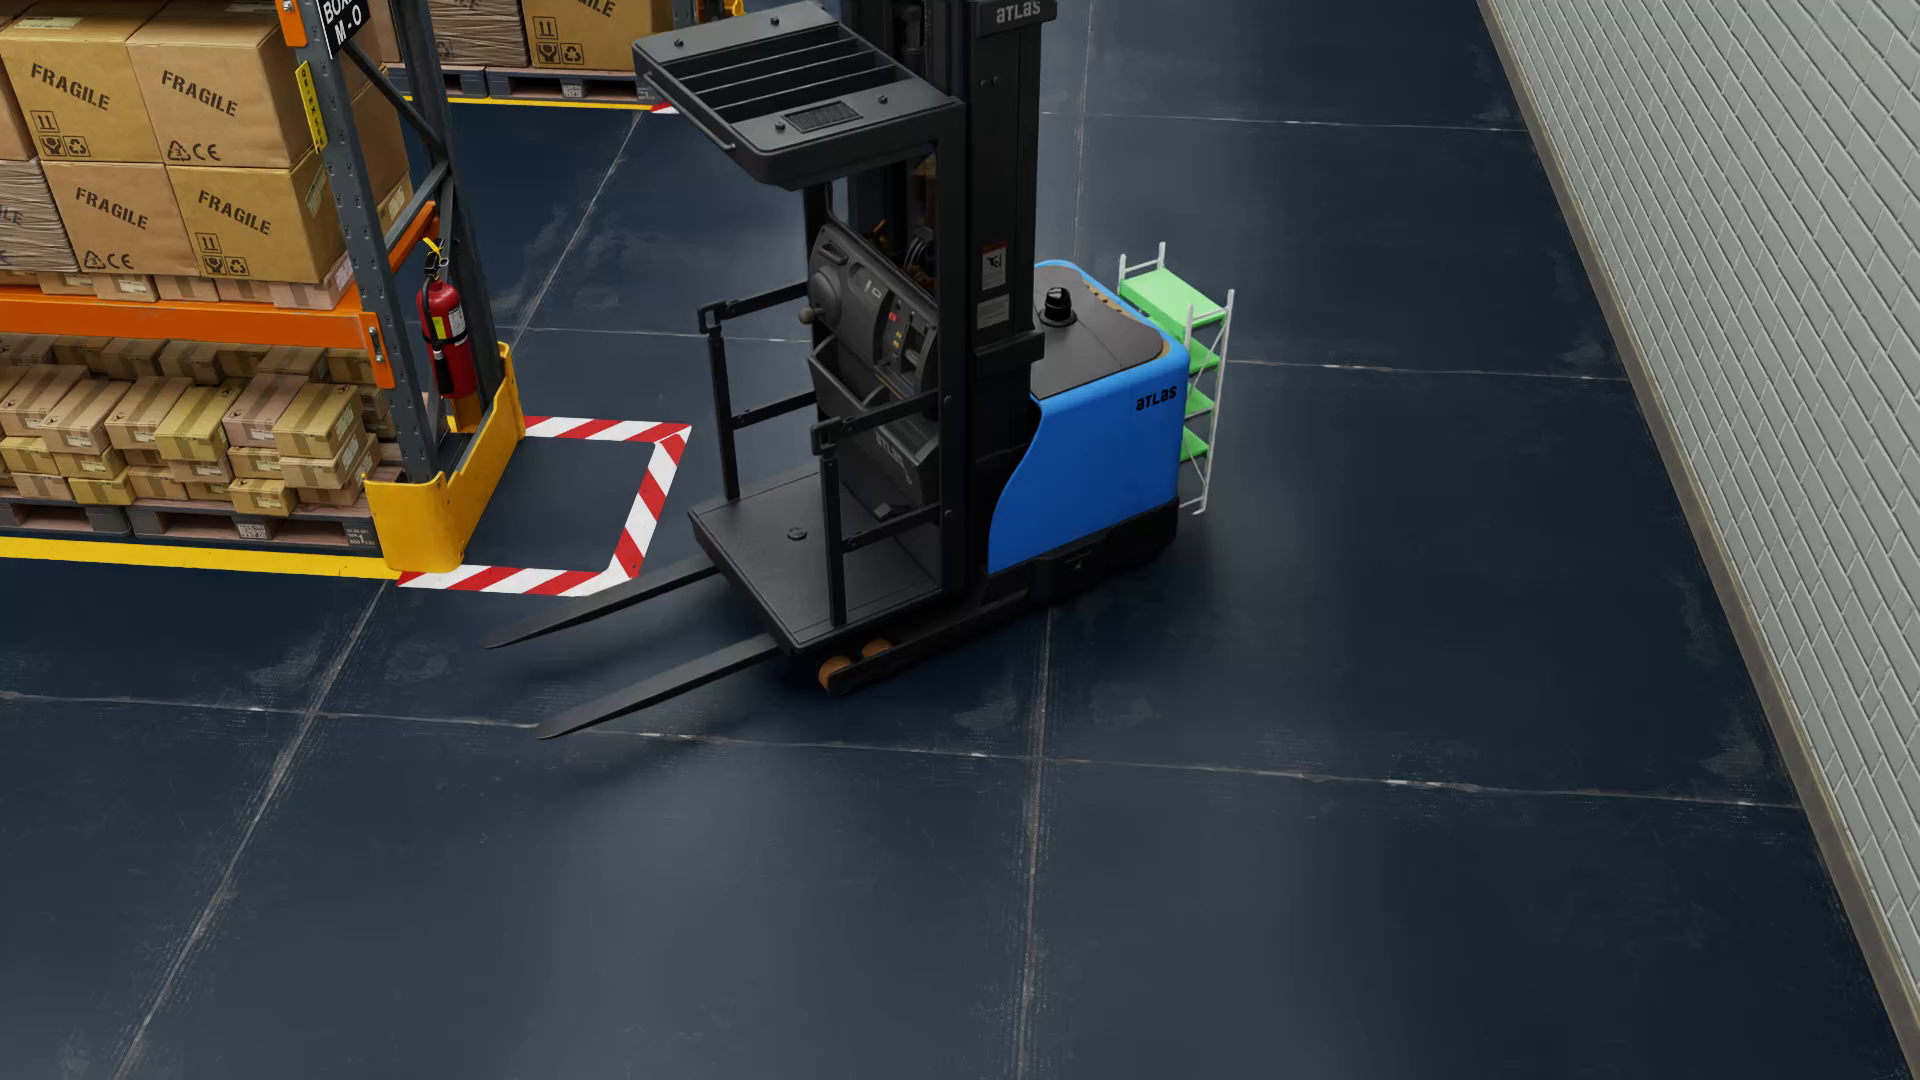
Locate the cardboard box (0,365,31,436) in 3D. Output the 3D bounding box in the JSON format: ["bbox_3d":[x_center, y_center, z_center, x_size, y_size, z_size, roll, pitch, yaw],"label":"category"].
[{"bbox_3d":[-4.444,-0.637,7.611,0.250,0.149,0.380,3,39,4],"label":"cardboard box"}]

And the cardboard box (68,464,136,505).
[{"bbox_3d":[-3.909,-0.334,7.710,0.250,0.149,0.380,1,39,2],"label":"cardboard box"}]

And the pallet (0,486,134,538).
[{"bbox_3d":[-4.433,-0.438,8.121,1.213,0.211,1.003,3,39,4],"label":"pallet"}]

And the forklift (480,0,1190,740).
[{"bbox_3d":[-0.529,-0.871,6.498,3.031,2.935,1.130,-21,44,-24],"label":"forklift"}]

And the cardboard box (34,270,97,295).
[{"bbox_3d":[-3.700,-1.197,7.044,0.250,0.149,0.380,2,39,2],"label":"cardboard box"}]

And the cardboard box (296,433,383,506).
[{"bbox_3d":[-2.881,-0.336,7.712,0.250,0.149,0.380,4,39,5],"label":"cardboard box"}]

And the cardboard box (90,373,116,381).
[{"bbox_3d":[-4.151,-0.778,8.019,0.250,0.149,0.380,5,39,6],"label":"cardboard box"}]

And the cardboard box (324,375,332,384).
[{"bbox_3d":[-3.107,-0.794,8.040,0.250,0.149,0.380,3,39,4],"label":"cardboard box"}]

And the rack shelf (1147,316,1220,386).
[{"bbox_3d":[0.944,-0.840,7.550,0.258,0.148,0.480,-21,44,-25],"label":"rack shelf"}]

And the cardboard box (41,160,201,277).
[{"bbox_3d":[-3.321,-1.429,6.815,0.500,0.500,0.500,3,39,3],"label":"cardboard box"}]

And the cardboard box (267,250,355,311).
[{"bbox_3d":[-2.688,-1.124,6.953,0.250,0.149,0.380,3,39,4],"label":"cardboard box"}]

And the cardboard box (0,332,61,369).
[{"bbox_3d":[-4.403,-0.924,7.964,0.250,0.149,0.380,3,39,4],"label":"cardboard box"}]

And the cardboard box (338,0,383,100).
[{"bbox_3d":[-2.763,-2.115,6.865,0.500,0.500,0.500,3,39,4],"label":"cardboard box"}]

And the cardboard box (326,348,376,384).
[{"bbox_3d":[-2.831,-0.911,7.948,0.250,0.149,0.380,1,39,2],"label":"cardboard box"}]

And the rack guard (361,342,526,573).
[{"bbox_3d":[-2.414,-0.416,7.865,0.348,0.500,1.175,3,39,4],"label":"rack guard"}]

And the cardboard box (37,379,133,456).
[{"bbox_3d":[-3.927,-0.556,7.512,0.250,0.149,0.380,5,39,6],"label":"cardboard box"}]

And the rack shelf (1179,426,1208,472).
[{"bbox_3d":[0.938,-0.466,7.850,0.258,0.148,0.480,-21,44,-25],"label":"rack shelf"}]

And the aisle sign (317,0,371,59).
[{"bbox_3d":[-2.292,-2.197,6.013,0.004,0.787,0.394,3,39,4],"label":"aisle sign"}]

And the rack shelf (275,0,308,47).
[{"bbox_3d":[-4.331,-2.374,6.485,4.000,0.370,1.077,3,39,4],"label":"rack shelf"}]

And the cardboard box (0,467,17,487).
[{"bbox_3d":[-4.424,-0.423,7.819,0.250,0.149,0.380,4,39,5],"label":"cardboard box"}]

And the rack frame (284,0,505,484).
[{"bbox_3d":[-2.339,-1.381,7.071,0.127,3.000,1.000,3,39,4],"label":"rack frame"}]

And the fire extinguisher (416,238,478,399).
[{"bbox_3d":[-2.128,-0.903,6.839,0.183,0.674,0.296,3,39,4],"label":"fire extinguisher"}]

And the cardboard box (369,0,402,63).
[{"bbox_3d":[-4.248,-3.917,11.536,0.875,0.875,0.875,3,39,4],"label":"cardboard box"}]

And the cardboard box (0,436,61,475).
[{"bbox_3d":[-4.178,-0.476,7.649,0.250,0.149,0.380,5,39,6],"label":"cardboard box"}]

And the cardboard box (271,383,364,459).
[{"bbox_3d":[-2.888,-0.539,7.490,0.250,0.149,0.380,4,39,4],"label":"cardboard box"}]

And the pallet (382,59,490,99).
[{"bbox_3d":[-3.826,-3.476,11.853,1.213,0.211,1.003,3,39,4],"label":"pallet"}]

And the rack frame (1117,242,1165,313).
[{"bbox_3d":[0.812,-0.834,7.821,0.240,1.200,0.015,-21,44,-25],"label":"rack frame"}]

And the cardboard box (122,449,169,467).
[{"bbox_3d":[-3.666,-0.510,7.690,0.250,0.149,0.380,3,39,3],"label":"cardboard box"}]

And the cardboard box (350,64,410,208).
[{"bbox_3d":[-2.762,-1.734,7.189,0.500,0.500,0.500,5,39,6],"label":"cardboard box"}]

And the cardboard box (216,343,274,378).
[{"bbox_3d":[-3.356,-0.945,7.989,0.250,0.149,0.380,3,39,4],"label":"cardboard box"}]

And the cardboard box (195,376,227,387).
[{"bbox_3d":[-3.604,-0.834,8.089,0.250,0.149,0.380,4,39,5],"label":"cardboard box"}]

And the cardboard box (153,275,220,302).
[{"bbox_3d":[-3.184,-1.165,7.004,0.250,0.149,0.380,3,39,3],"label":"cardboard box"}]

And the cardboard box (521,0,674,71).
[{"bbox_3d":[-2.455,-3.818,11.416,0.875,0.875,0.875,3,39,4],"label":"cardboard box"}]

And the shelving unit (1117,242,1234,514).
[{"bbox_3d":[0.941,-0.703,7.660,0.258,1.200,0.503,-21,44,-25],"label":"shelving unit"}]

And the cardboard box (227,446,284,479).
[{"bbox_3d":[-3.145,-0.451,7.618,0.250,0.149,0.380,2,39,3],"label":"cardboard box"}]

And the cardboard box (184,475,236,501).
[{"bbox_3d":[-3.402,-0.355,7.735,0.250,0.149,0.380,3,39,4],"label":"cardboard box"}]

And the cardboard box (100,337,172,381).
[{"bbox_3d":[-3.886,-0.927,7.968,0.250,0.149,0.380,5,39,6],"label":"cardboard box"}]

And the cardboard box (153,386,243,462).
[{"bbox_3d":[-3.402,-0.523,7.470,0.250,0.149,0.380,2,39,3],"label":"cardboard box"}]

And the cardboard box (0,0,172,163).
[{"bbox_3d":[-3.321,-1.819,6.502,0.500,0.500,0.500,2,39,2],"label":"cardboard box"}]
